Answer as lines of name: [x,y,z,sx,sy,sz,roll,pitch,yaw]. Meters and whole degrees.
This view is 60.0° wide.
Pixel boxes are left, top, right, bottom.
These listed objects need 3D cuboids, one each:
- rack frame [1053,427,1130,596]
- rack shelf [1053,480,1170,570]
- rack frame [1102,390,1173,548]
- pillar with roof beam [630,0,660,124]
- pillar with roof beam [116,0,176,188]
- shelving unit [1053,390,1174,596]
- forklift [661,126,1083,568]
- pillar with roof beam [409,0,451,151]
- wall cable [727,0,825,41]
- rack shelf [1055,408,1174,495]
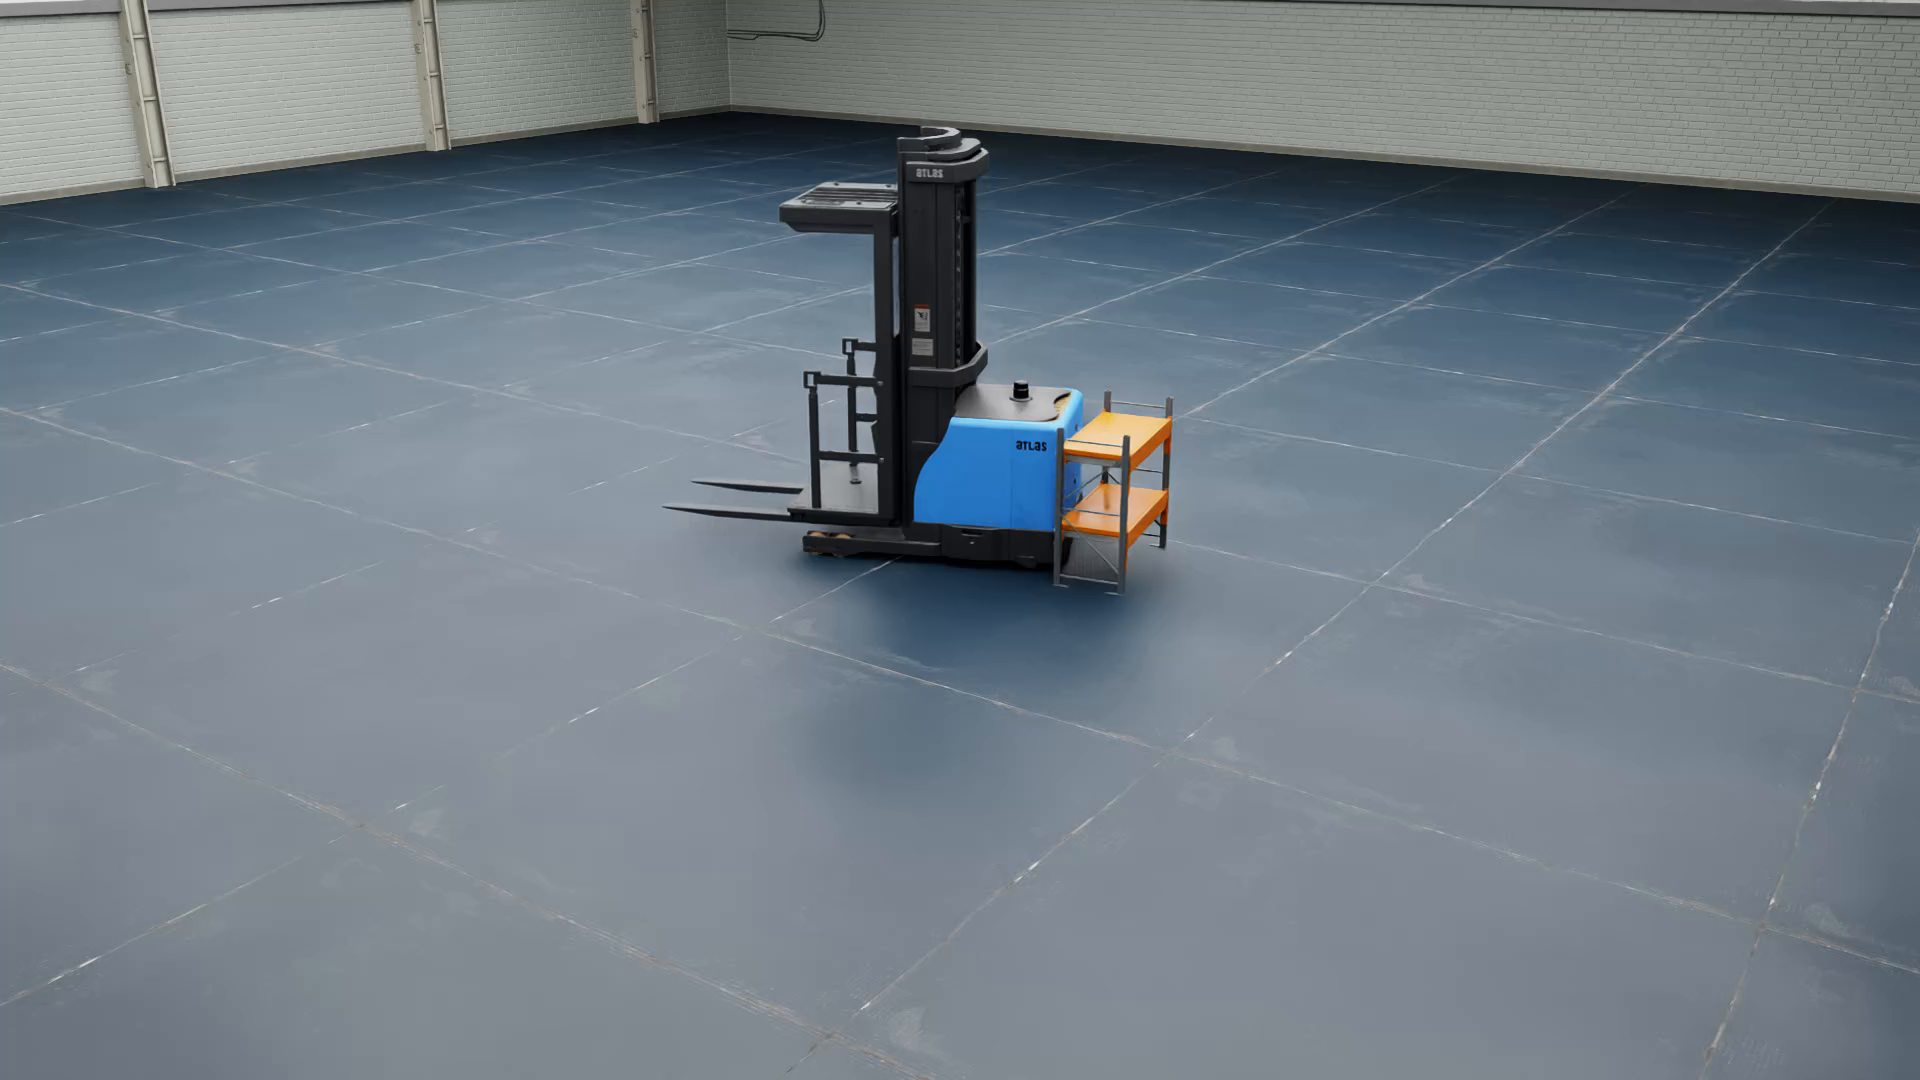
rack frame: [0.878,-0.185,11.142,0.500,1.125,0.032,8,22,21]
rack shelf: [1.074,-0.118,11.667,0.538,0.278,1.000,8,22,21]
rack frame: [1.270,-0.510,12.021,0.500,1.125,0.032,8,22,21]
pillar with roof beam: [-3.593,-12.982,34.389,9.100,9.000,0.400,13,24,32]
pillar with roof beam: [-10.339,-9.539,25.081,9.100,9.000,0.400,13,24,32]
shelving unit: [1.074,-0.347,11.582,0.538,1.125,1.048,8,22,21]
forklift: [-0.661,-1.421,11.881,3.031,2.935,1.130,4,21,11]
pillar with roof beam: [-6.966,-11.260,29.735,9.100,9.000,0.400,13,24,32]
wall cable: [-4.404,-12.952,38.786,3.097,2.526,0.112,13,24,32]
rack shelf: [1.074,-0.622,11.480,0.538,0.278,1.000,8,22,21]
